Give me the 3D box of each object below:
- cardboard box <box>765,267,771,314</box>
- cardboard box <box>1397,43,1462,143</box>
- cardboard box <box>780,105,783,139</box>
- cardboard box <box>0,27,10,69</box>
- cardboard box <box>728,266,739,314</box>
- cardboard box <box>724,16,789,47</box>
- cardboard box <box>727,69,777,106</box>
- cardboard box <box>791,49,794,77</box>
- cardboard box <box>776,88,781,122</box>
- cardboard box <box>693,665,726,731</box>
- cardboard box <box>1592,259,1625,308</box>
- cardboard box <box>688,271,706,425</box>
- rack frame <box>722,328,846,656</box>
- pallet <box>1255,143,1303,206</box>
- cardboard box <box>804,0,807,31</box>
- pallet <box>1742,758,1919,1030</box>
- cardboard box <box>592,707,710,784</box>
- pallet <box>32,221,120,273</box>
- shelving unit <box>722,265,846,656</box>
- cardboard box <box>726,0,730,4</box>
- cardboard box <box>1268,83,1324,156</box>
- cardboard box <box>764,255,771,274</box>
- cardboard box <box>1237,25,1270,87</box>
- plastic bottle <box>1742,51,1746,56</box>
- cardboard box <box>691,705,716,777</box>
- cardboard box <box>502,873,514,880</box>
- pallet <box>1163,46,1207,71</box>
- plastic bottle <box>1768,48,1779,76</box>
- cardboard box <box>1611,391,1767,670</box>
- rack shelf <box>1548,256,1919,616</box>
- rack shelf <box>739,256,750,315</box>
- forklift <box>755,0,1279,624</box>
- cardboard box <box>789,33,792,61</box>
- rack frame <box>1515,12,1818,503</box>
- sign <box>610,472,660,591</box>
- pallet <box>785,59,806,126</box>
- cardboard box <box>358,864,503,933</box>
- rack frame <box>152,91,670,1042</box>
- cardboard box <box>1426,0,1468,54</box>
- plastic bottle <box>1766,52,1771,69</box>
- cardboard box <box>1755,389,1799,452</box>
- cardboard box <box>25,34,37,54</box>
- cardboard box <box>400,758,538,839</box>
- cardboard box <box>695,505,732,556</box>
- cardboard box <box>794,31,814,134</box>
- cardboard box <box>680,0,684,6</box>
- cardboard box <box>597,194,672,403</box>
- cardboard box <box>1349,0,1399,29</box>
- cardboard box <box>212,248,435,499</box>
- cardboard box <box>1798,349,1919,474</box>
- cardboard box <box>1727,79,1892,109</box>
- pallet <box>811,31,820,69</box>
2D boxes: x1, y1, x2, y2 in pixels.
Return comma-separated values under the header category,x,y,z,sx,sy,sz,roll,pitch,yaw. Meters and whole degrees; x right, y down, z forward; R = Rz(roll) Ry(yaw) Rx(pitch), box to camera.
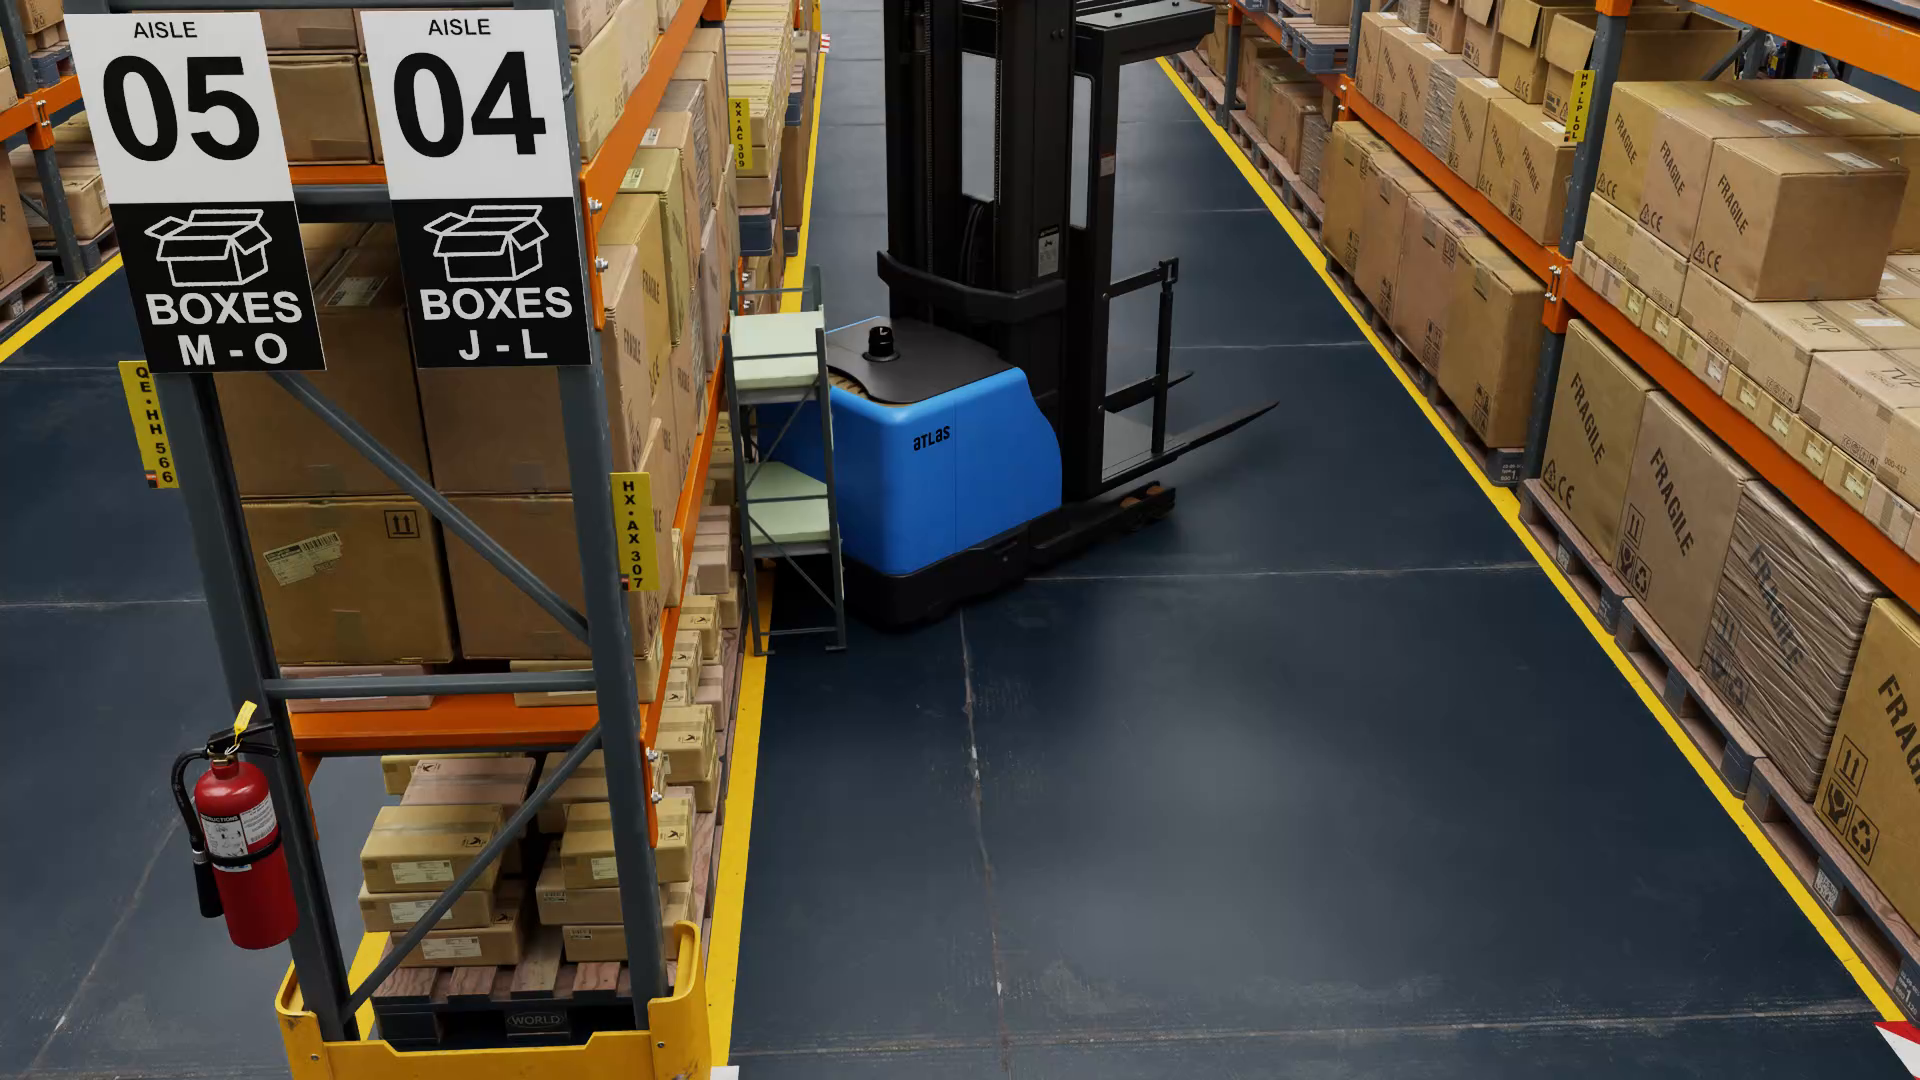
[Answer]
category,x,y,z,sx,sy,sz,roll,pitch,yaw
cardboard box,-1.398,-1.379,9.900,0.500,0.500,0.500,-1,28,-2
cardboard box,3.008,-2.727,10.127,0.500,0.500,0.500,-2,28,-4
cardboard box,-1.189,-2.339,9.308,0.380,0.149,0.250,-2,28,-4
cardboard box,-6.422,-3.087,10.546,0.500,0.250,0.500,-1,28,-3
cardboard box,-1.184,-1.114,7.414,0.380,0.149,0.250,-2,28,-4
cardboard box,-1.238,-3.078,10.083,0.380,0.149,0.250,-1,28,-1
cardboard box,-1.158,-2.362,8.709,0.380,0.149,0.250,-2,28,-3
cardboard box,-1.267,-3.059,10.688,0.380,0.149,0.250,-1,28,-3
cardboard box,-1.176,-2.351,9.010,0.380,0.149,0.250,0,28,-1
cardboard box,-1.107,0.621,6.445,0.380,0.149,0.250,-3,28,-5
cardboard box,3.101,-1.164,7.509,0.380,0.149,0.250,-2,28,-4
cardboard box,-1.192,-0.719,5.956,0.500,0.500,0.500,-2,28,-4
rack frame,-0.718,-0.167,6.919,0.400,1.500,0.023,-4,29,-4
pallet,3.095,-3.075,13.917,1.003,0.211,1.213,-1,28,-3
cardboard box,-1.986,-5.115,16.657,0.875,0.875,0.875,-1,28,-2
pallet,3.493,1.175,5.768,1.003,0.211,1.213,-1,28,-3
cardboard box,-1.053,0.699,5.651,0.380,0.149,0.250,-1,28,-3
pallet,-6.741,-2.274,12.381,1.003,0.211,1.213,-1,28,-3
shelving unit,-0.754,-0.344,7.238,0.431,1.500,0.755,-4,29,-4
cardboard box,-1.777,-4.010,11.506,0.700,0.500,0.500,-2,28,-3
cardboard box,3.033,-3.559,14.058,0.700,0.500,0.500,-4,28,-7
cardboard box,-1.382,-1.707,9.718,0.500,0.250,0.500,0,28,-1
cardboard box,2.968,-4.763,16.388,0.500,0.500,0.500,7,28,14
plastic bottle,7.748,-4.737,16.558,0.152,0.276,0.135,-1,28,-3
cardboard box,-1.081,0.717,5.938,0.380,0.149,0.250,-1,28,-1
cardboard box,-1.696,1.103,5.521,0.380,0.149,0.250,-1,28,-1
pallet,2.788,-5.435,18.443,1.003,0.211,1.213,-1,28,-3
plastic bottle,8.177,-4.787,16.660,0.097,0.271,0.097,0,28,0
cardboard box,3.406,-0.063,6.970,0.875,0.875,0.875,-1,28,-3
rack shelf,3.508,-0.298,6.356,1.077,0.370,4.000,-1,28,-3
rack shelf,-1.659,-2.073,9.758,1.077,0.370,4.000,-1,28,-3
forklift,0.454,-1.501,7.958,3.031,2.935,1.130,-24,36,-38
cardboard box,-1.251,-3.060,10.369,0.380,0.149,0.250,-1,28,-1
rack frame,3.404,-1.541,7.961,1.000,3.000,0.127,-1,28,-3
sign,-0.804,-0.018,4.104,0.100,0.325,0.005,-1,28,-3
pallet,-1.620,-2.904,10.781,1.213,0.211,1.003,-1,28,-3
cardboard box,-1.658,1.088,5.227,0.380,0.149,0.250,-2,28,-4
rack frame,-1.346,0.379,4.279,1.000,3.000,0.127,-1,28,-3
cardboard box,3.248,-3.238,10.022,0.797,0.503,0.637,-1,28,-1
plastic bottle,8.303,-4.911,16.972,0.097,0.201,0.097,0,28,0
cardboard box,3.186,-0.445,6.131,0.380,0.149,0.250,-1,28,-2
cardboard box,-6.533,-3.378,11.301,0.380,0.149,0.250,-3,28,-6
cardboard box,-1.582,0.838,5.386,0.380,0.149,0.250,-1,28,-2
cardboard box,-1.161,-0.019,7.029,0.380,0.149,0.250,-3,28,-5
cardboard box,-1.850,-4.067,14.782,1.050,0.750,0.750,-2,28,-3
cardboard box,-1.218,-2.046,5.847,0.500,0.250,0.500,-2,28,-3
cardboard box,-1.137,-0.687,4.812,0.500,0.500,0.500,-1,28,-1
cardboard box,3.127,-3.867,11.859,0.500,0.500,0.500,-5,28,-9
cardboard box,-1.618,-0.446,4.350,0.500,0.500,0.500,-2,28,-4
cardboard box,3.270,-0.446,5.702,0.500,0.250,0.500,-2,28,-4
cardboard box,3.695,-1.733,7.359,0.500,0.500,0.500,-1,28,-1
pallet,-2.061,-5.406,18.387,1.003,0.211,1.213,-1,28,-3
